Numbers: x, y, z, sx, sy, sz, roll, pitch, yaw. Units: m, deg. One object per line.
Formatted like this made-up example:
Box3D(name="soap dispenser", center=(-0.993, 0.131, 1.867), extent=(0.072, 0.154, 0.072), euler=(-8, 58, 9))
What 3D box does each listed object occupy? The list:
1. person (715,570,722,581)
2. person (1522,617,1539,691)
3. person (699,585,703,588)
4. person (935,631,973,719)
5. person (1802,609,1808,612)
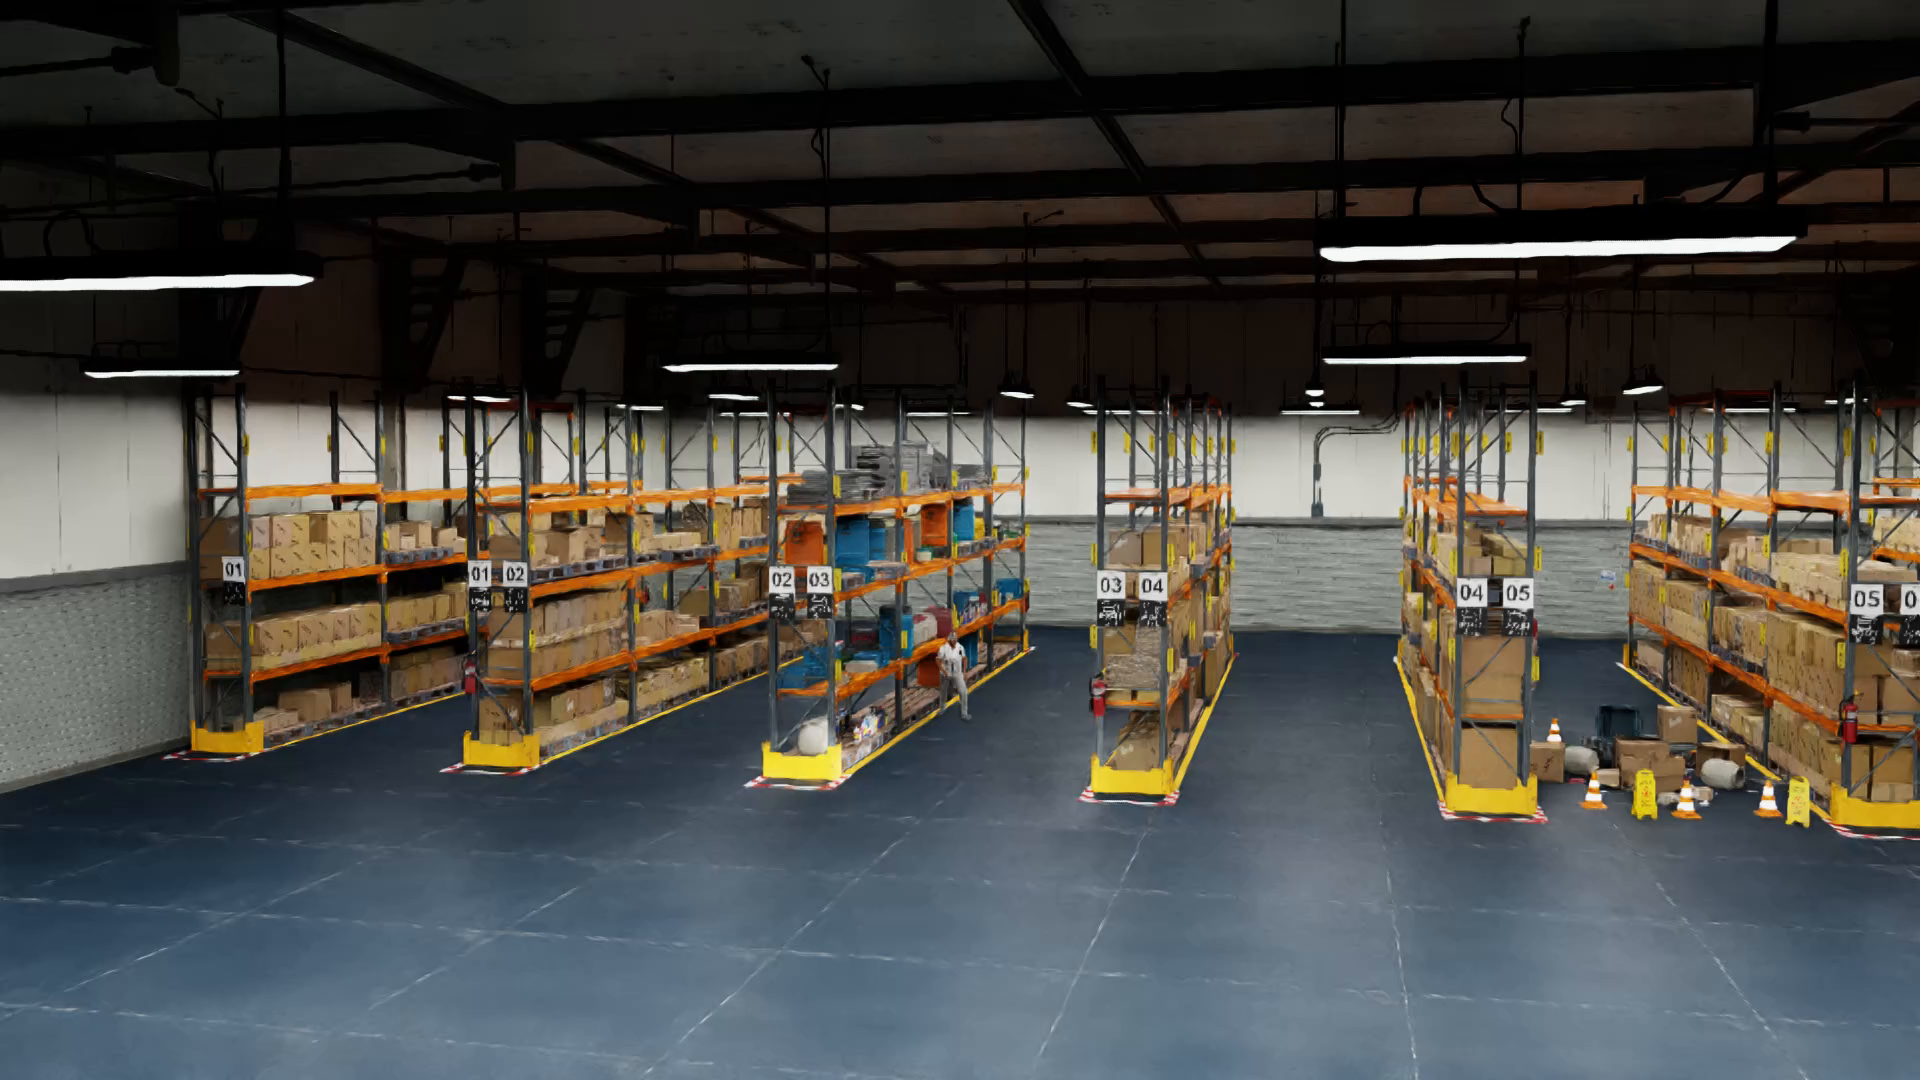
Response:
Box3D(name="person", center=(-6.779, 1.599, 45.650), extent=(0.581, 1.587, 0.470), euler=(-2, 4, -31))
Box3D(name="person", center=(11.545, 2.185, 33.949), extent=(0.586, 1.723, 0.654), euler=(3, 5, 44))
Box3D(name="person", center=(-6.000, 1.908, 38.833), extent=(0.553, 1.707, 1.104), euler=(1, 3, 15))
Box3D(name="person", center=(-0.125, 2.454, 30.493), extent=(0.656, 1.597, 0.818), euler=(0, 3, -4))
Box3D(name="person", center=(17.186, 2.163, 33.813), extent=(0.644, 1.773, 0.673), euler=(2, 4, 34))
